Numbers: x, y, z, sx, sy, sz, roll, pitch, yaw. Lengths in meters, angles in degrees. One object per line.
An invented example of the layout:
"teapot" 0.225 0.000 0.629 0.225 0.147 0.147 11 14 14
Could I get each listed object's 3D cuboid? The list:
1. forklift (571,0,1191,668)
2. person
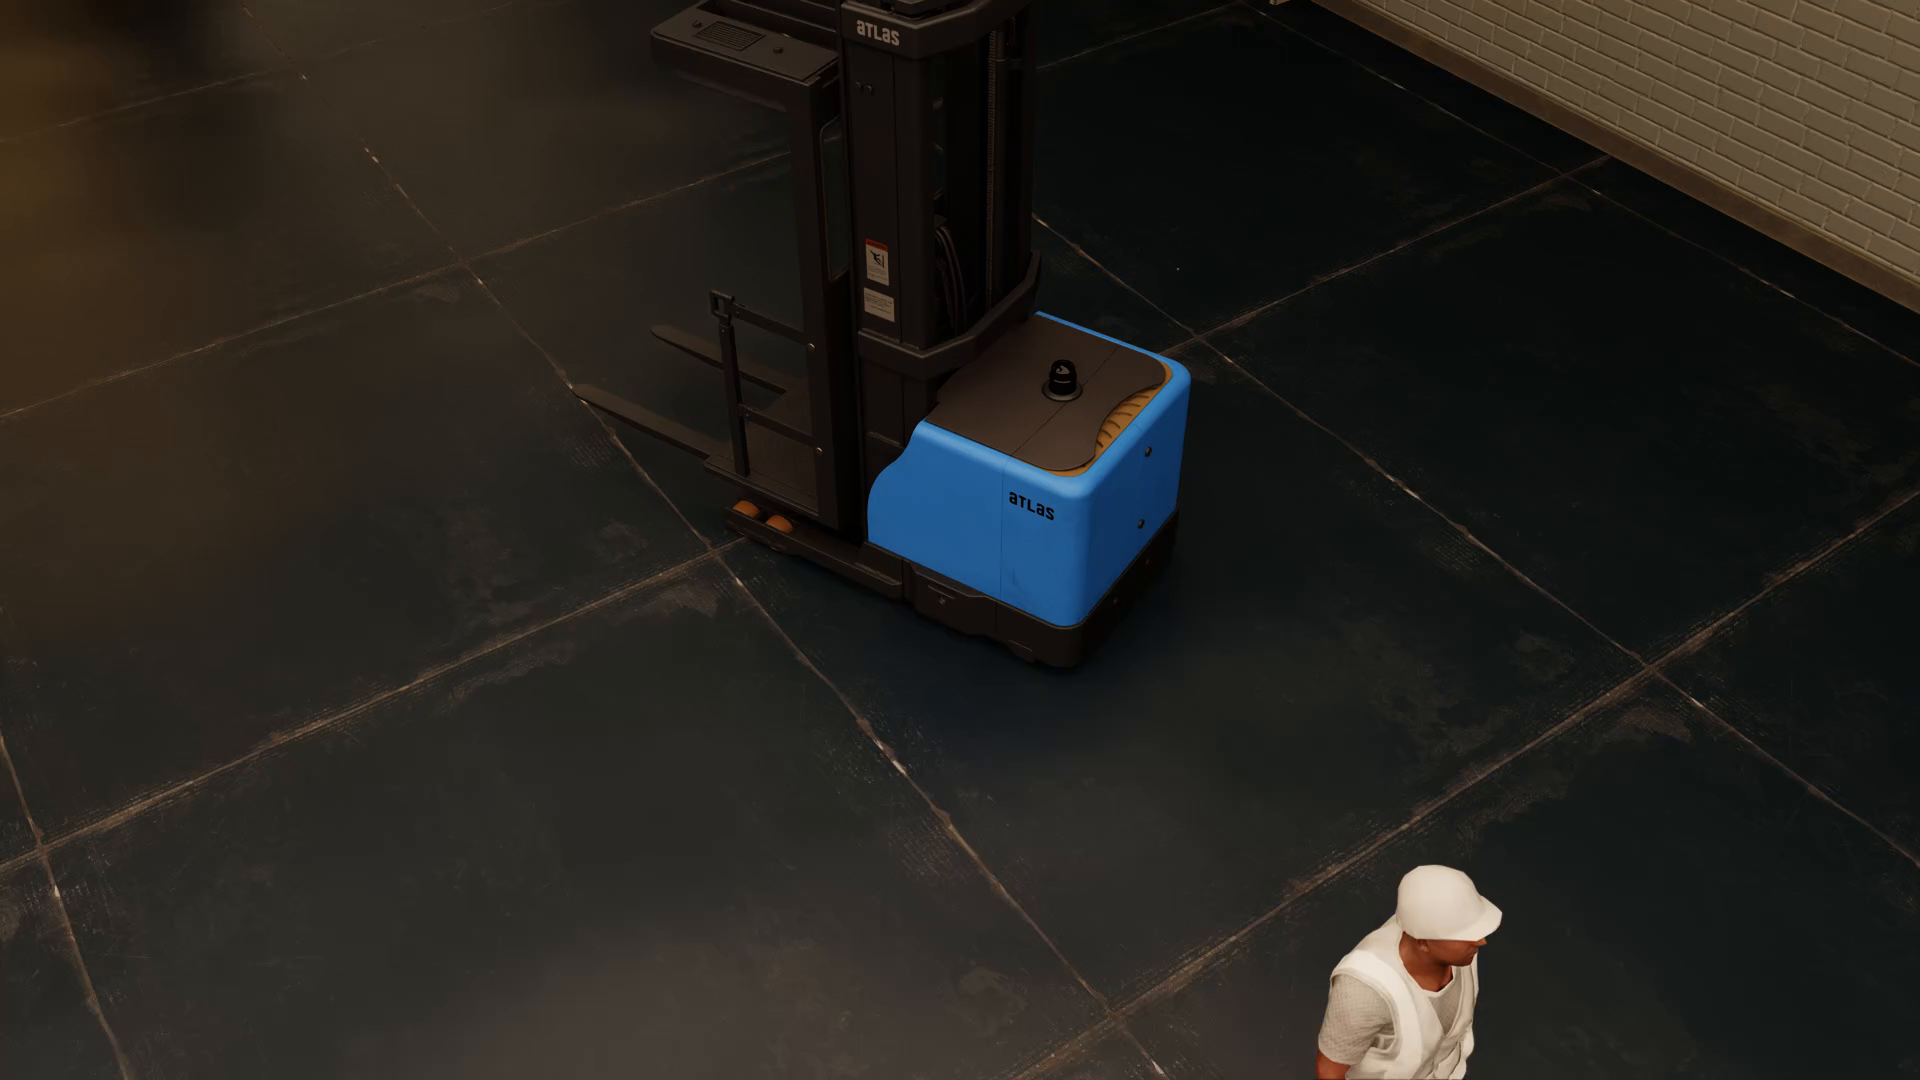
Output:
"forklift" -0.511 -1.302 7.129 3.031 2.935 1.130 24 48 24
"person" 1.312 1.615 4.799 0.656 1.782 0.577 -32 52 -30
